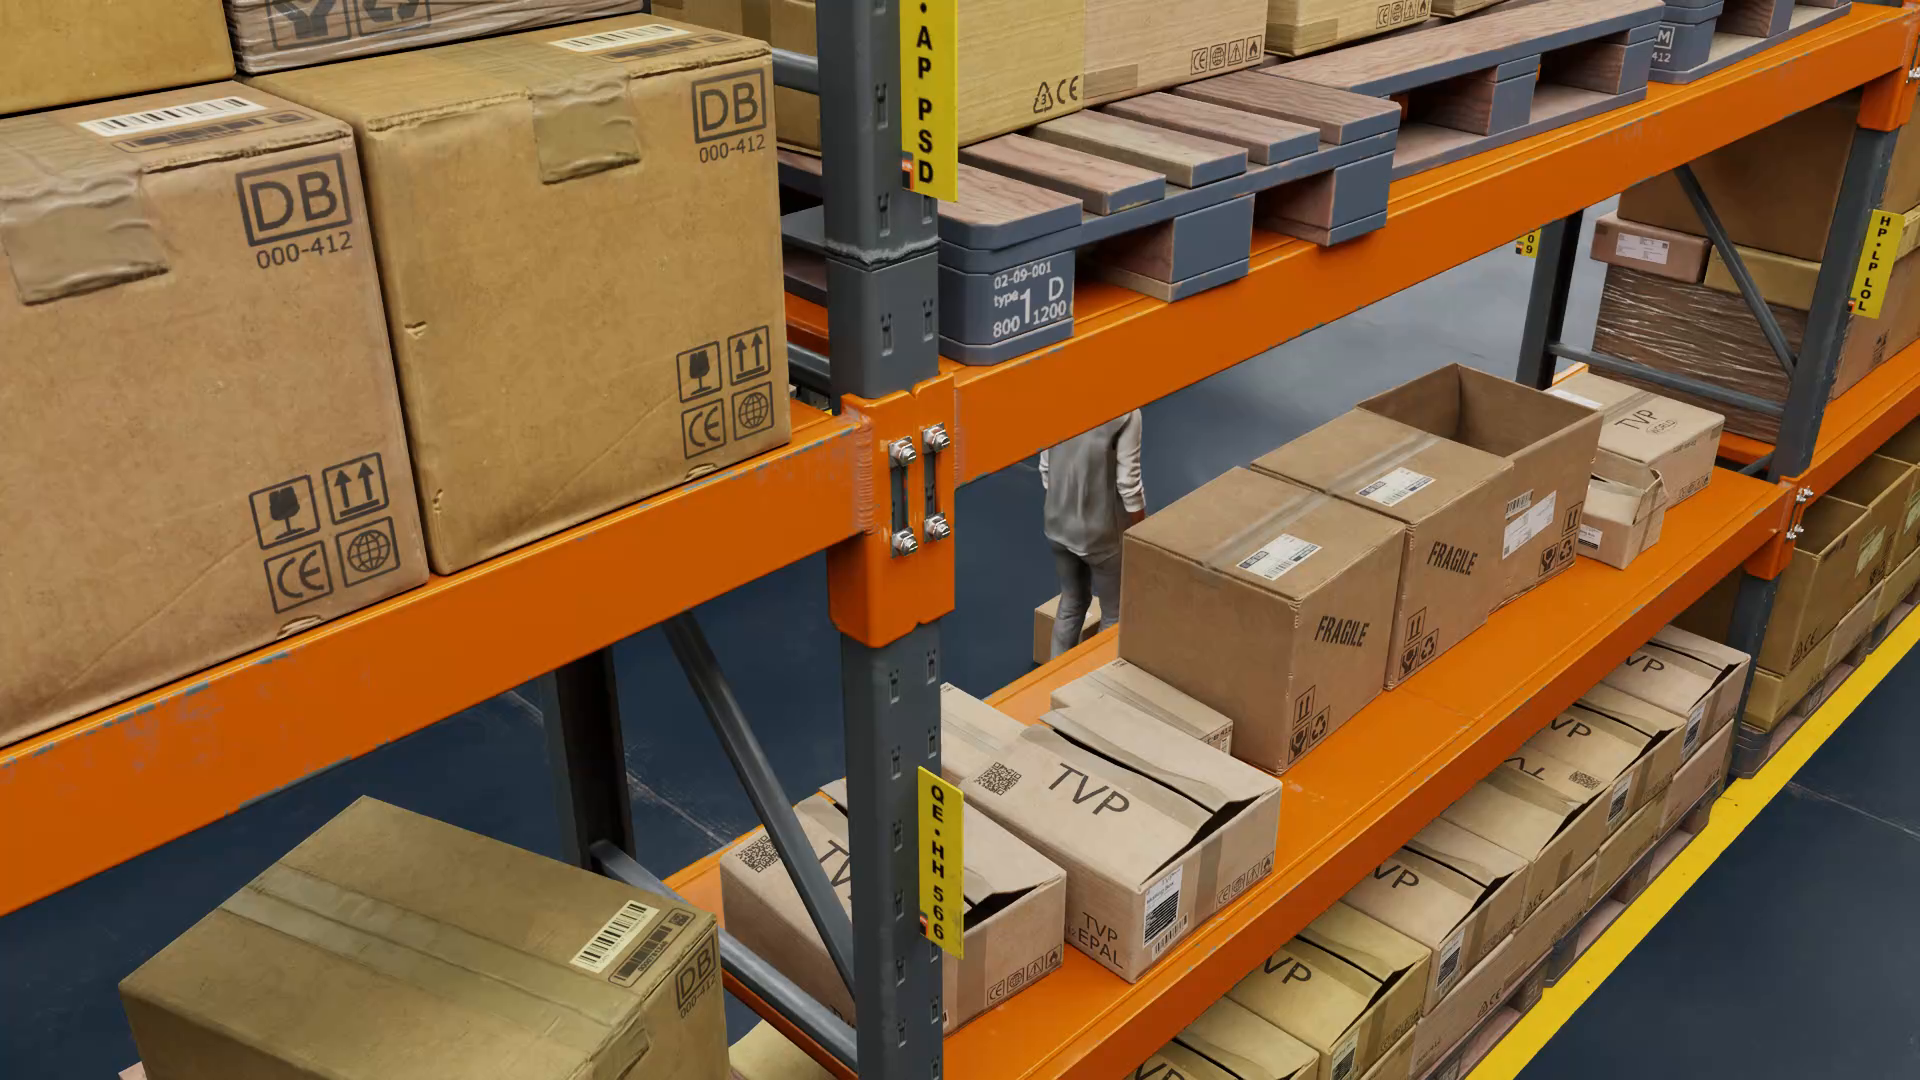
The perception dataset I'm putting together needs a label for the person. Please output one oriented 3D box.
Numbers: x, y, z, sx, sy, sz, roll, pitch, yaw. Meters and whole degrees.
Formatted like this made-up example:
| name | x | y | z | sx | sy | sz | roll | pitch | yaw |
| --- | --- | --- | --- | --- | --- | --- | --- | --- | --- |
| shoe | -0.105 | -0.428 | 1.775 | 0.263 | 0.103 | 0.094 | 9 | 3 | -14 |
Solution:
| name | x | y | z | sx | sy | sz | roll | pitch | yaw |
| --- | --- | --- | --- | --- | --- | --- | --- | --- | --- |
| person | 0.500 | -0.038 | 6.204 | 0.481 | 1.593 | 0.343 | 24 | 36 | 37 |
